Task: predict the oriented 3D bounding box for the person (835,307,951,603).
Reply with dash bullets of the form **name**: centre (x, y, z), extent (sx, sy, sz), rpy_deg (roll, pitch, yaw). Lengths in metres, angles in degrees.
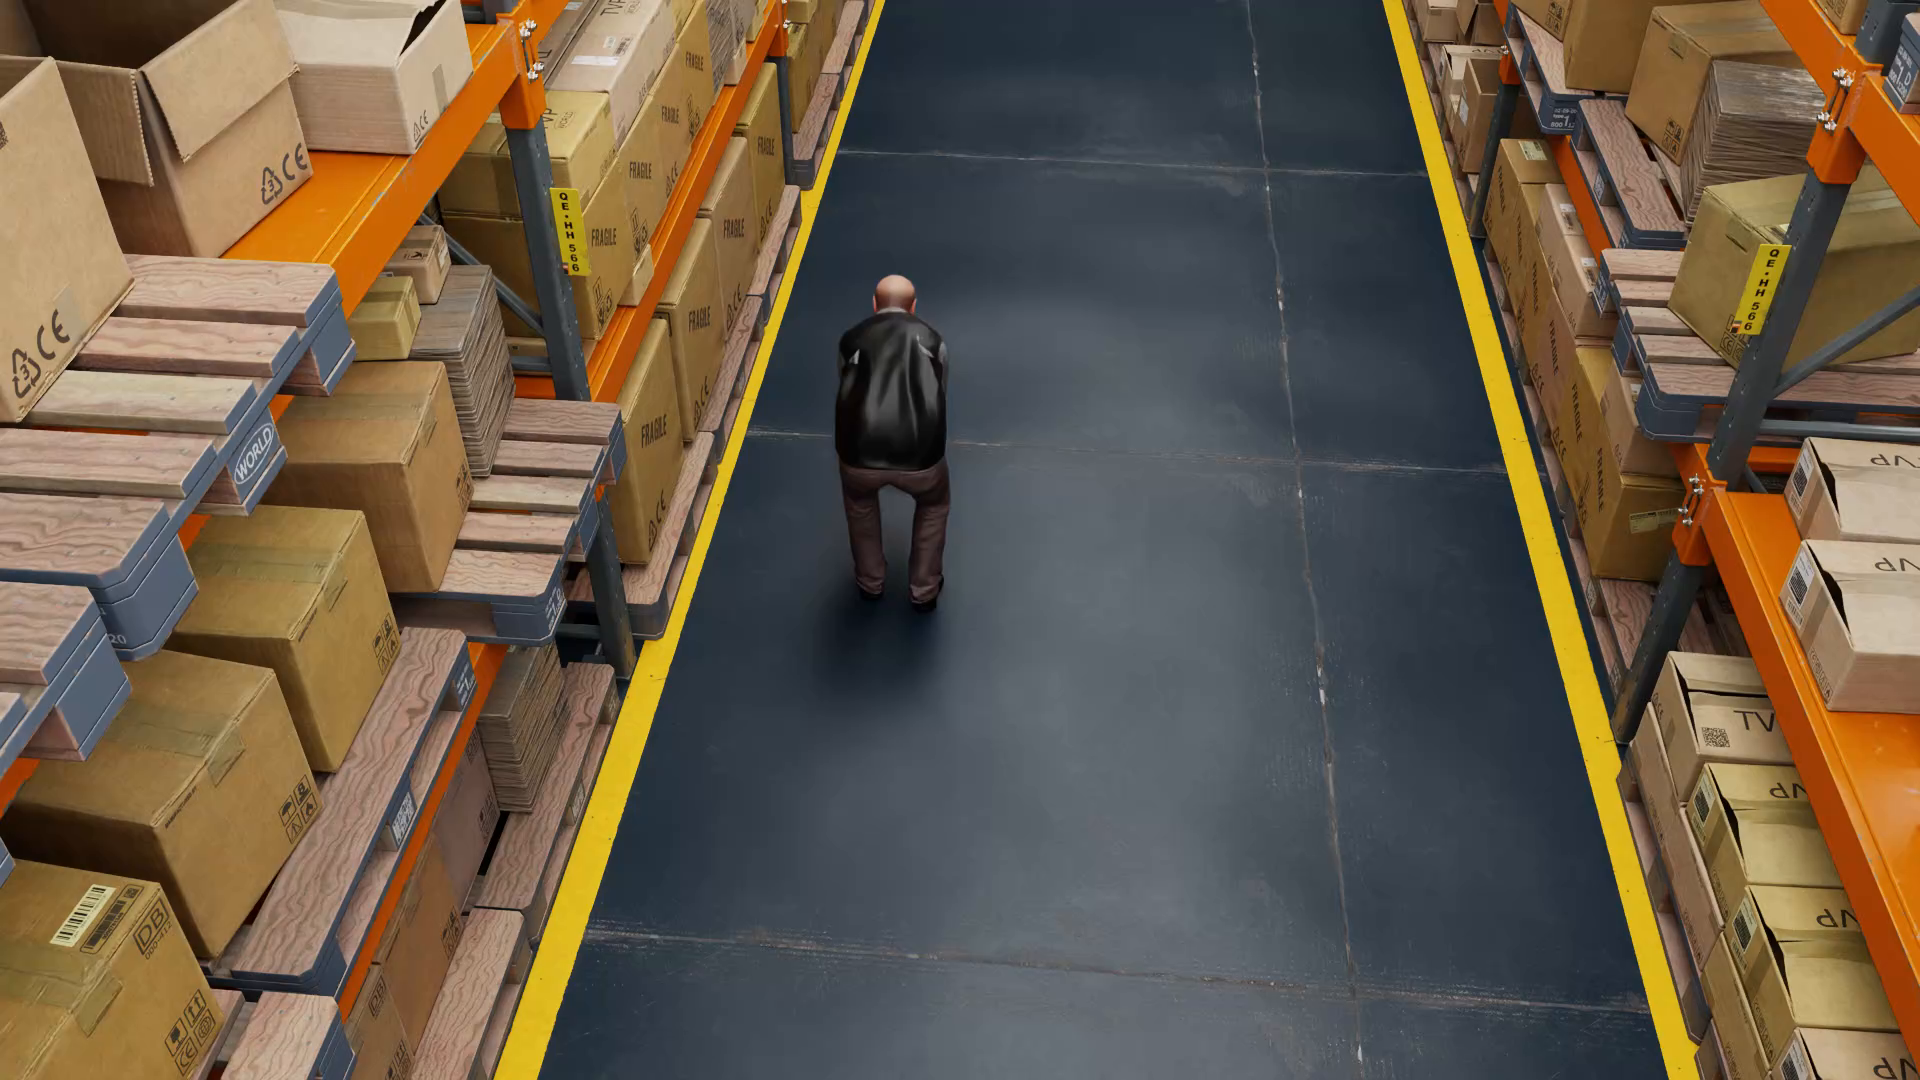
- **person**: centre (-0.278, -0.319, 6.916), extent (0.479, 1.143, 0.708), rpy_deg (1, 40, 2)
